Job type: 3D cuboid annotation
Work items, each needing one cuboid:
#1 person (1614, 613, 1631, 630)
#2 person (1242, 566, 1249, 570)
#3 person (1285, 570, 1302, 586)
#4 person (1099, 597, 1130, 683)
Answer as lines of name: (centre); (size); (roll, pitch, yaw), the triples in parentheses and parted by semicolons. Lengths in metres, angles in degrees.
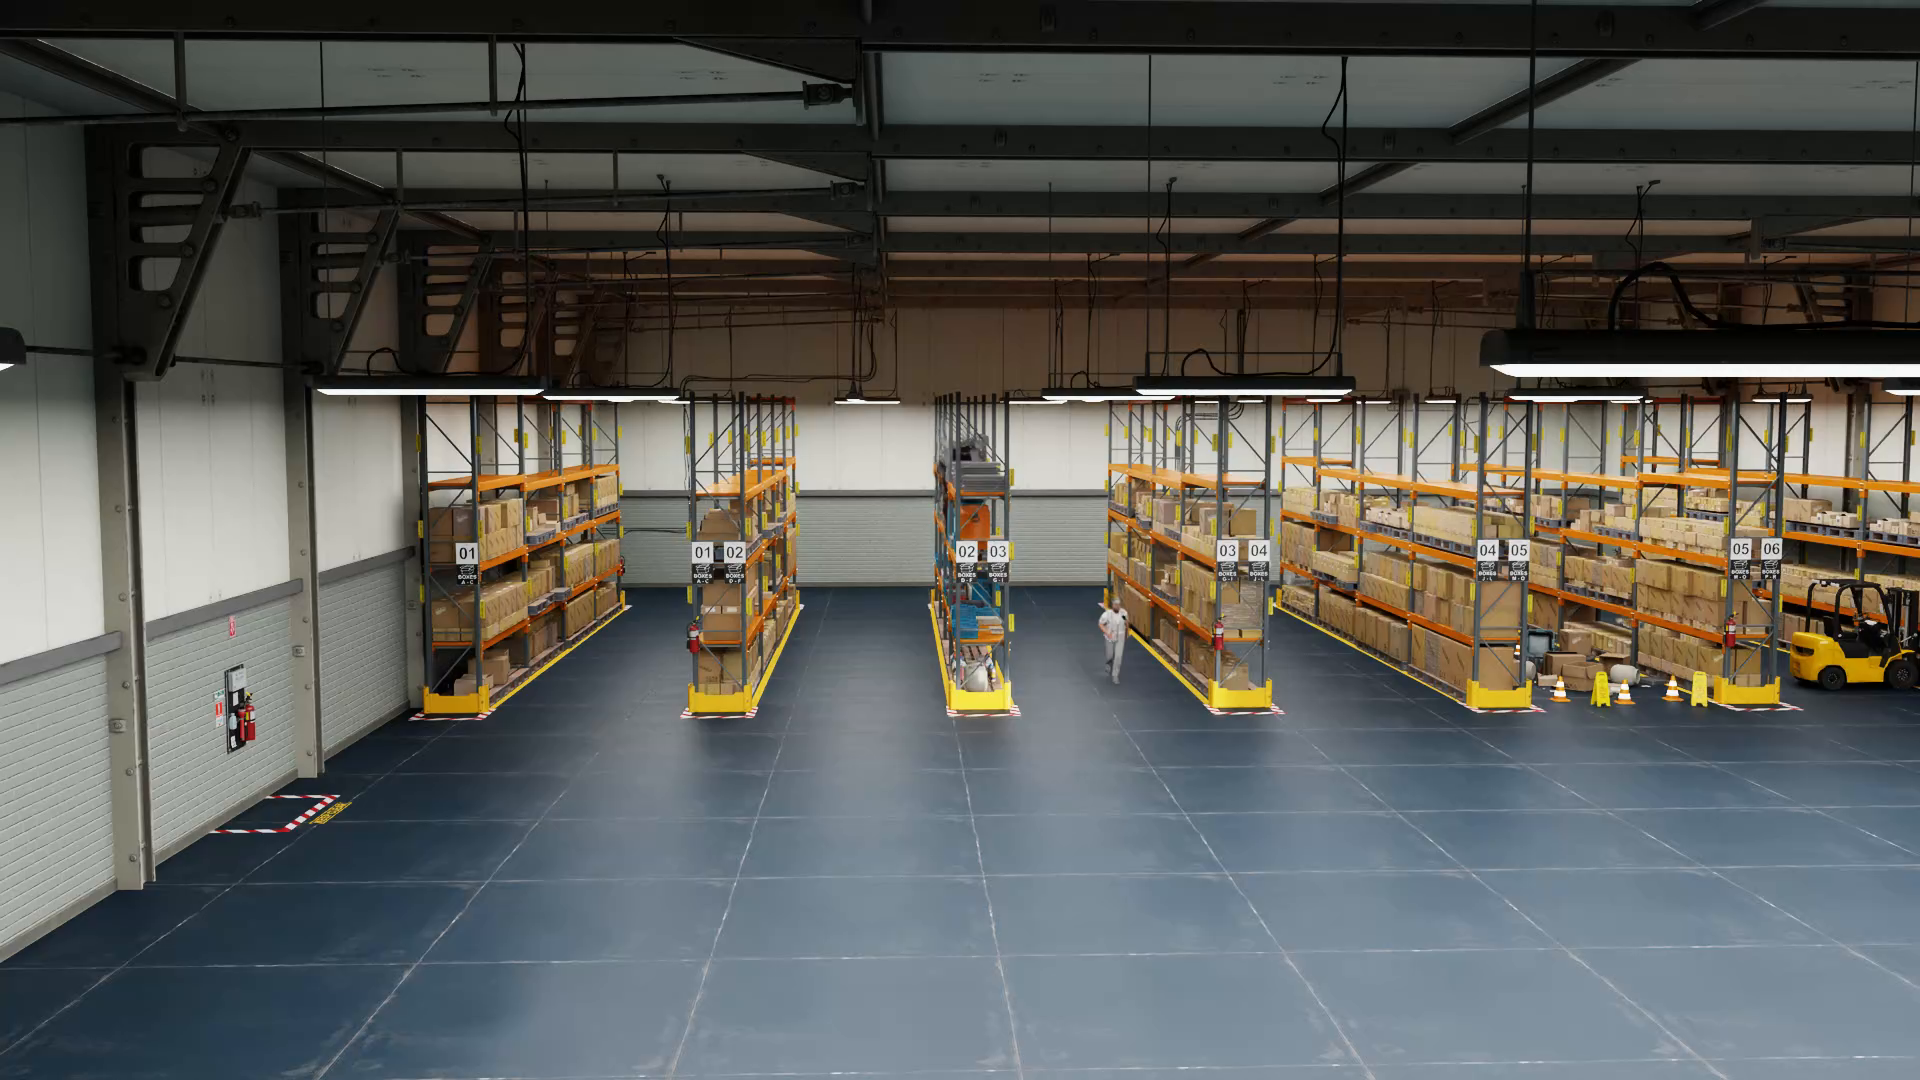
person: (16.259, 1.609, 40.591); (0.657, 1.741, 0.600); (0, 5, -4)
person: (7.938, 1.173, 46.551); (0.632, 1.687, 0.756); (0, 5, 2)
person: (9.869, 0.996, 49.012); (0.522, 1.624, 0.600); (-1, 5, -9)
person: (3.240, 2.067, 34.865); (0.686, 1.776, 0.919); (-1, 5, -8)
